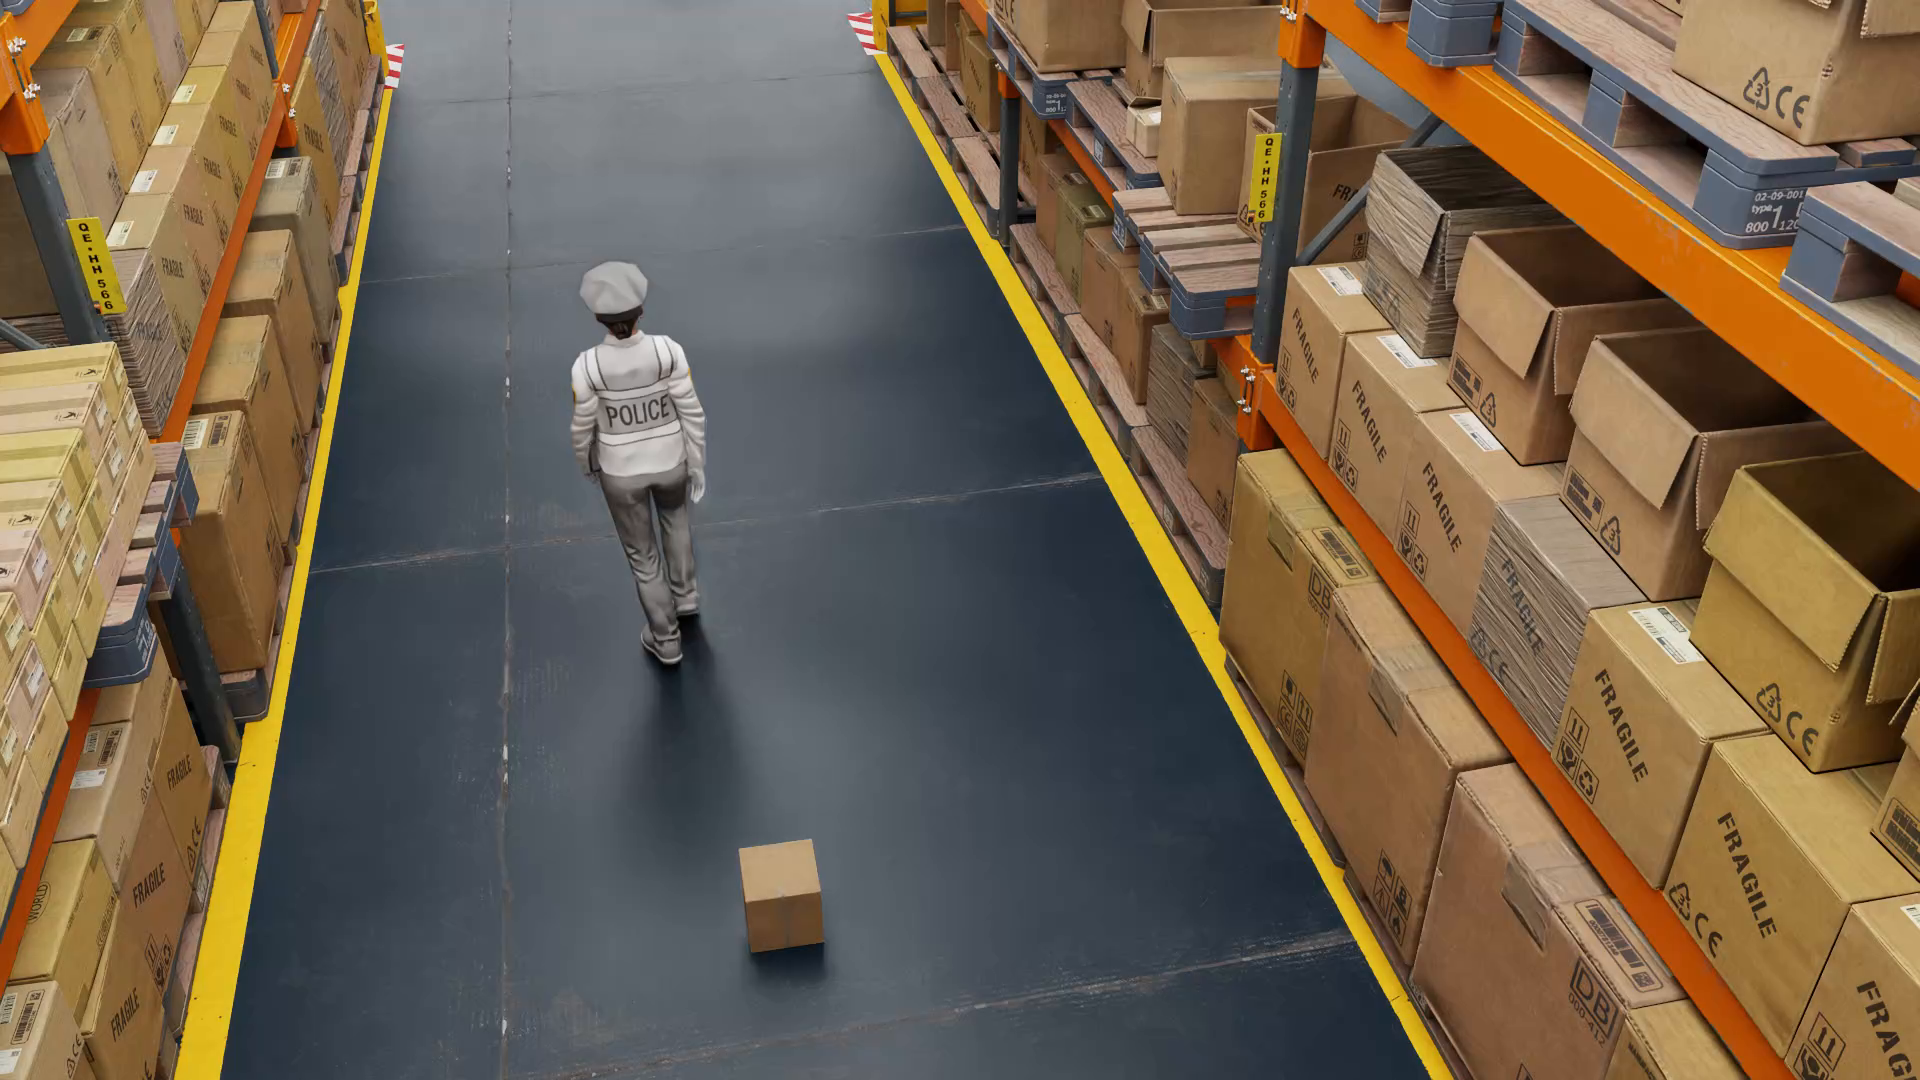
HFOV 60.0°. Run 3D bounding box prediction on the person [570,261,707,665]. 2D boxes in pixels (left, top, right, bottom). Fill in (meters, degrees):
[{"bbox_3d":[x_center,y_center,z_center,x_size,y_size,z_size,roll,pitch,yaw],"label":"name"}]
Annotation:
[{"bbox_3d":[-1.248,-0.270,6.523,0.494,1.737,0.490,-15,37,-21],"label":"person"}]
